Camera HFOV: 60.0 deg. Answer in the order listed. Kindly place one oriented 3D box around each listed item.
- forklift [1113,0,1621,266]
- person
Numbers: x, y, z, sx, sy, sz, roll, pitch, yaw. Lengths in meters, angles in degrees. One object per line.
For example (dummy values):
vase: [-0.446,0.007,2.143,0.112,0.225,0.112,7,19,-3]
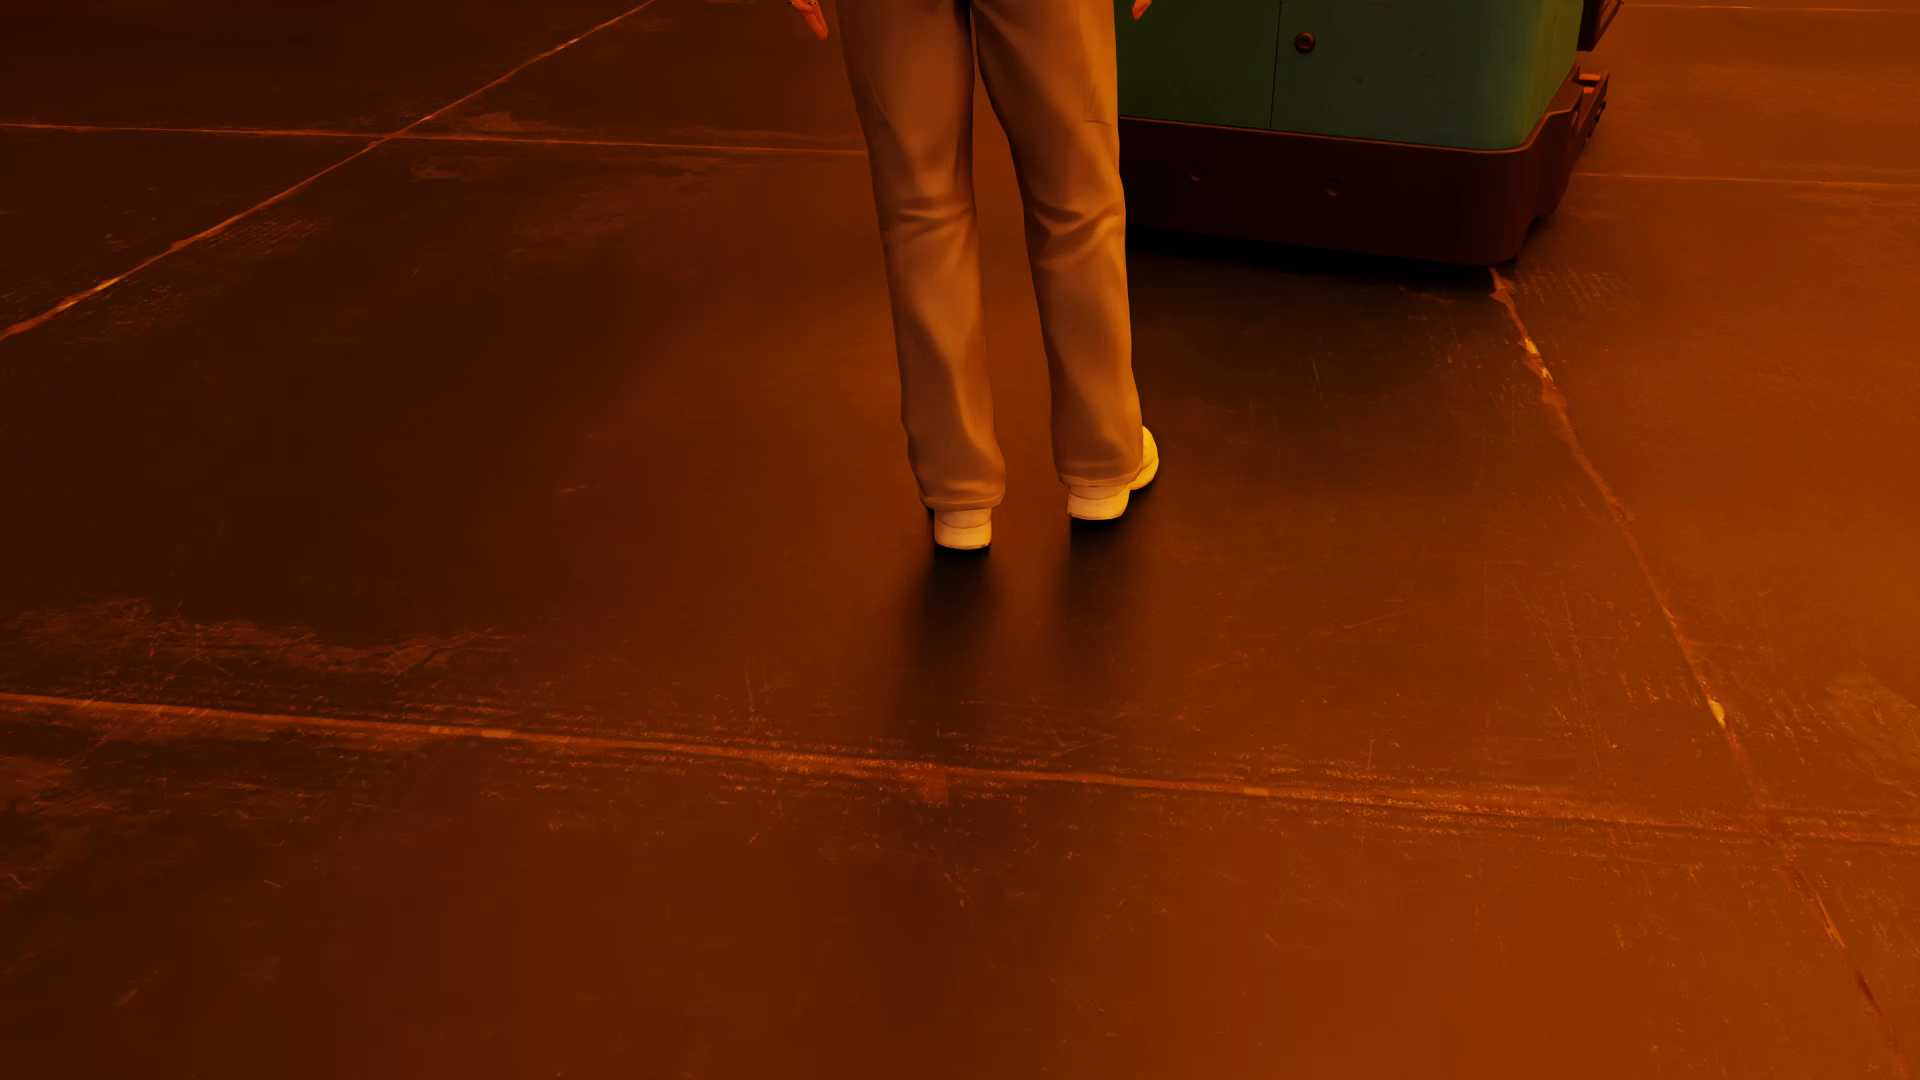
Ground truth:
forklift: [1.280,-2.520,4.268,1.130,2.935,3.031,11,29,22]
person: [0.023,-0.788,2.186,0.550,1.675,0.549,3,27,7]
